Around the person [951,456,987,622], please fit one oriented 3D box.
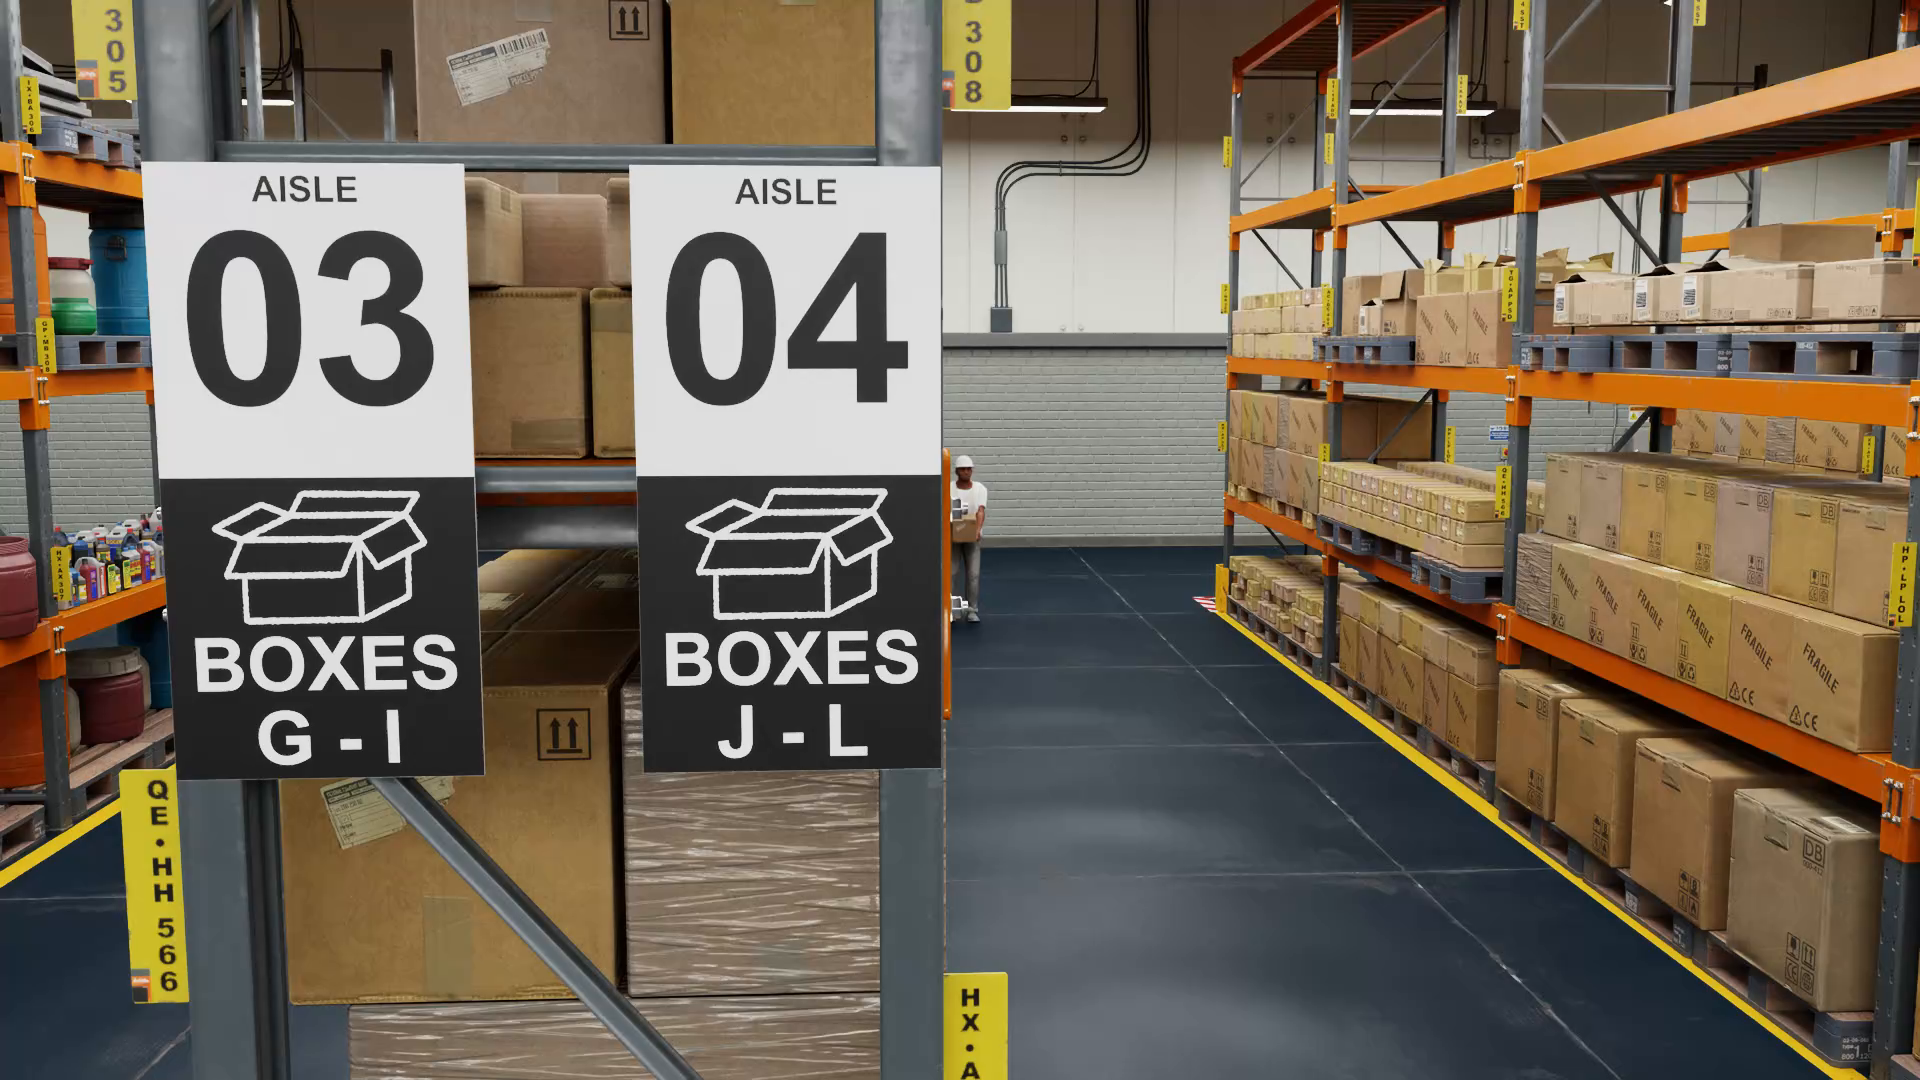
[{"bbox_3d":[0.044,-0.005,17.694,0.504,1.762,0.563,0,7,-3],"label":"person"}]
